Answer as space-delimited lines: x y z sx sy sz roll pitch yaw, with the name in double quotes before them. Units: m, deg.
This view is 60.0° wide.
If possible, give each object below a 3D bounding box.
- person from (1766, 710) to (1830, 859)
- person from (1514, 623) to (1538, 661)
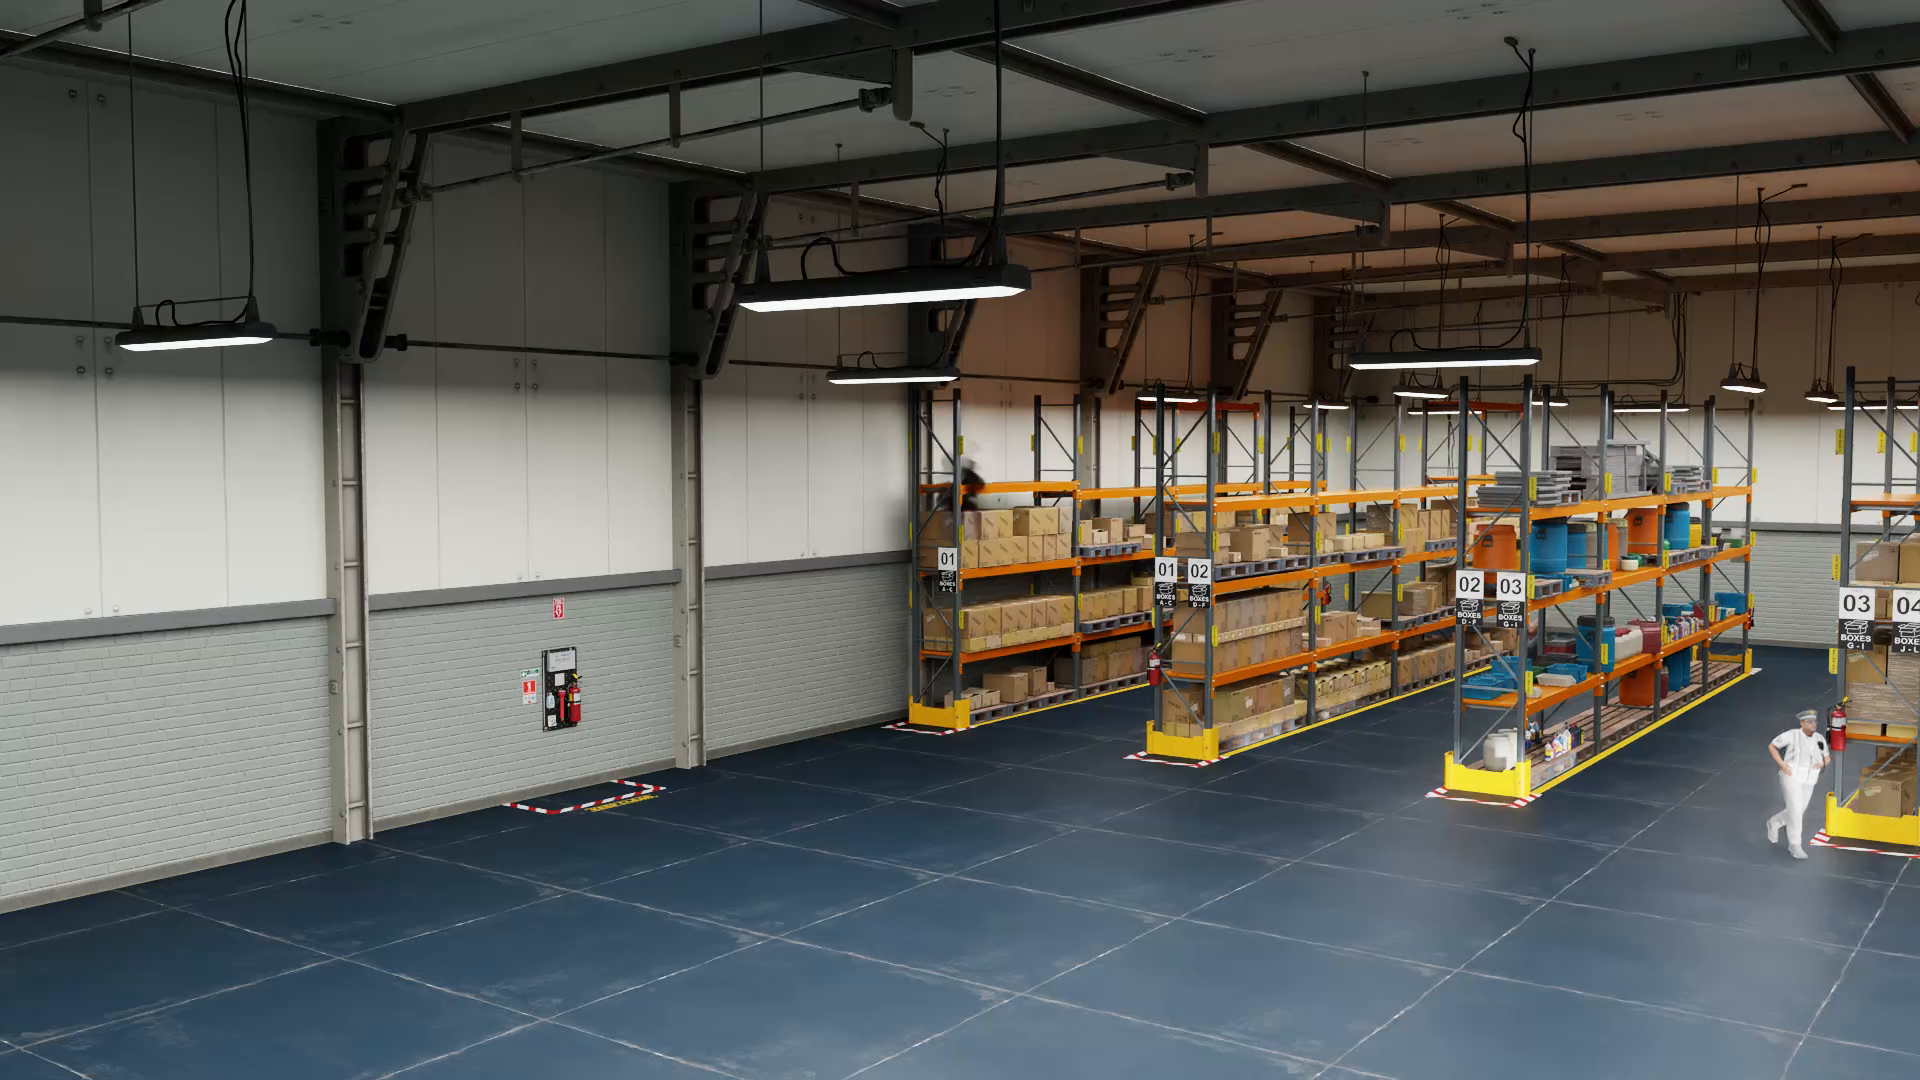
"person" 10.398 2.967 20.549 0.695 1.780 0.872 0 3 -6
"person" 10.688 2.399 31.172 0.676 1.681 0.712 3 4 38
